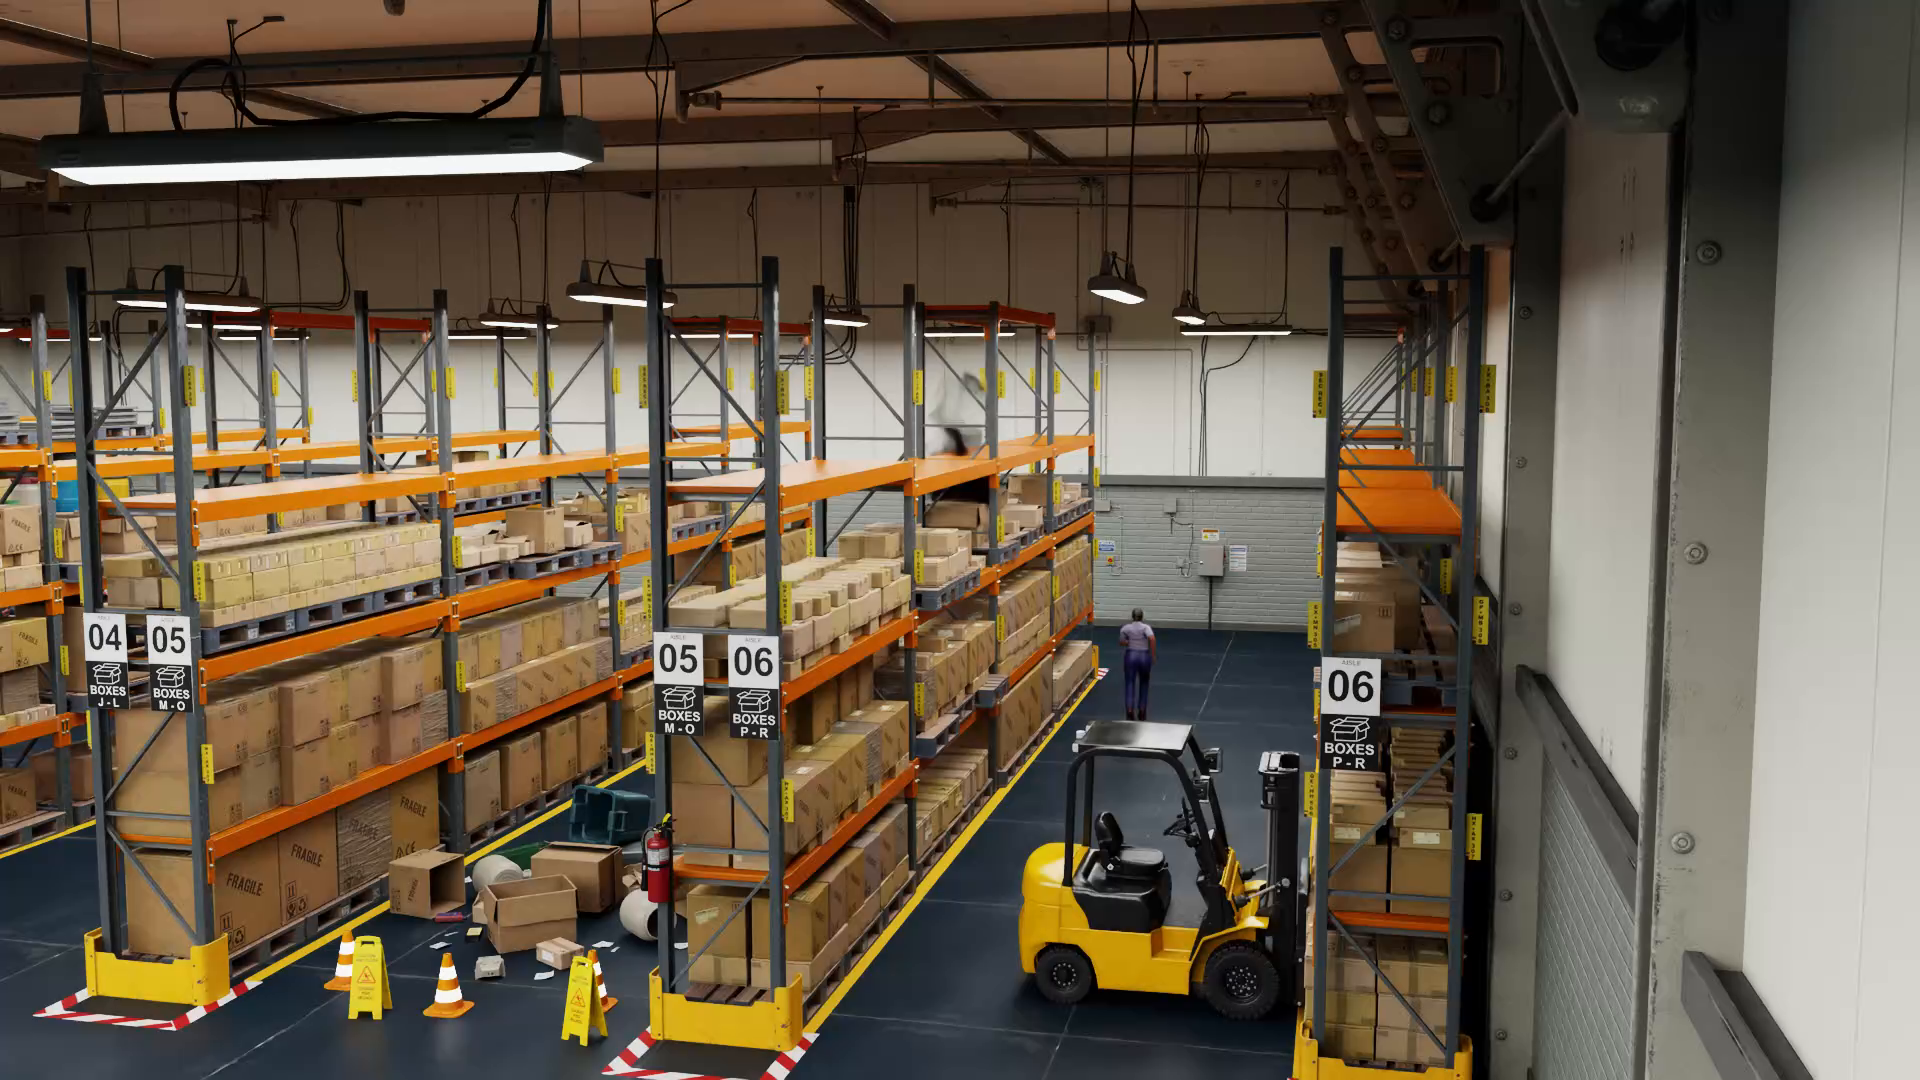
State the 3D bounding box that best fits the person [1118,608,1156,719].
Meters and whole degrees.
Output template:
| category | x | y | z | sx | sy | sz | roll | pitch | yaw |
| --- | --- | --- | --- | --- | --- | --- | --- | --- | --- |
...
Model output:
| category | x | y | z | sx | sy | sz | roll | pitch | yaw |
| --- | --- | --- | --- | --- | --- | --- | --- | --- | --- |
| person | 2.610 | 1.851 | 24.569 | 0.580 | 1.680 | 0.833 | 1 | 6 | 9 |
